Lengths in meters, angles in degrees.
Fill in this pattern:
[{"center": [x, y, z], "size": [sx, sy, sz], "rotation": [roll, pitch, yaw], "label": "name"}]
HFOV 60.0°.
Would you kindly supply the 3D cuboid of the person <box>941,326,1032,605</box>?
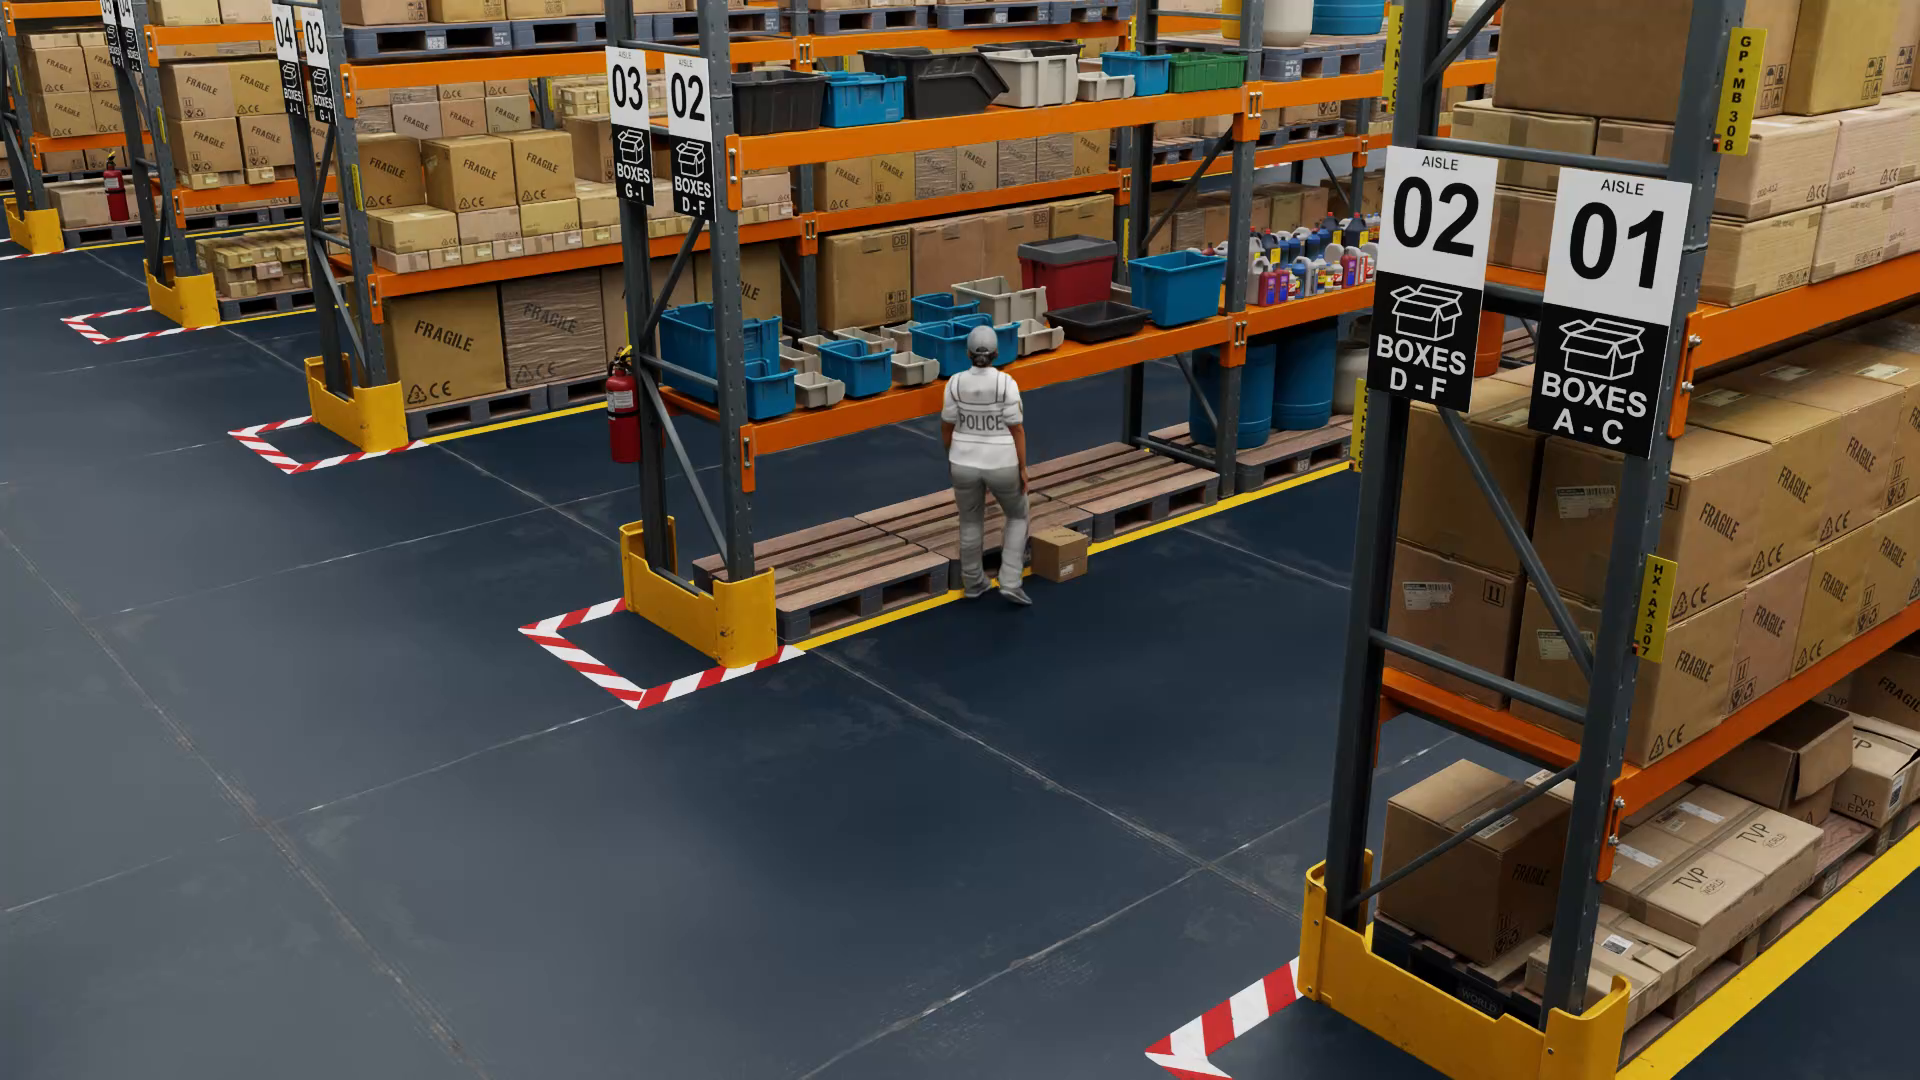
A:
[{"center": [0.160, -0.407, 9.643], "size": [0.535, 1.723, 0.452], "rotation": [5, 22, 13], "label": "person"}]
